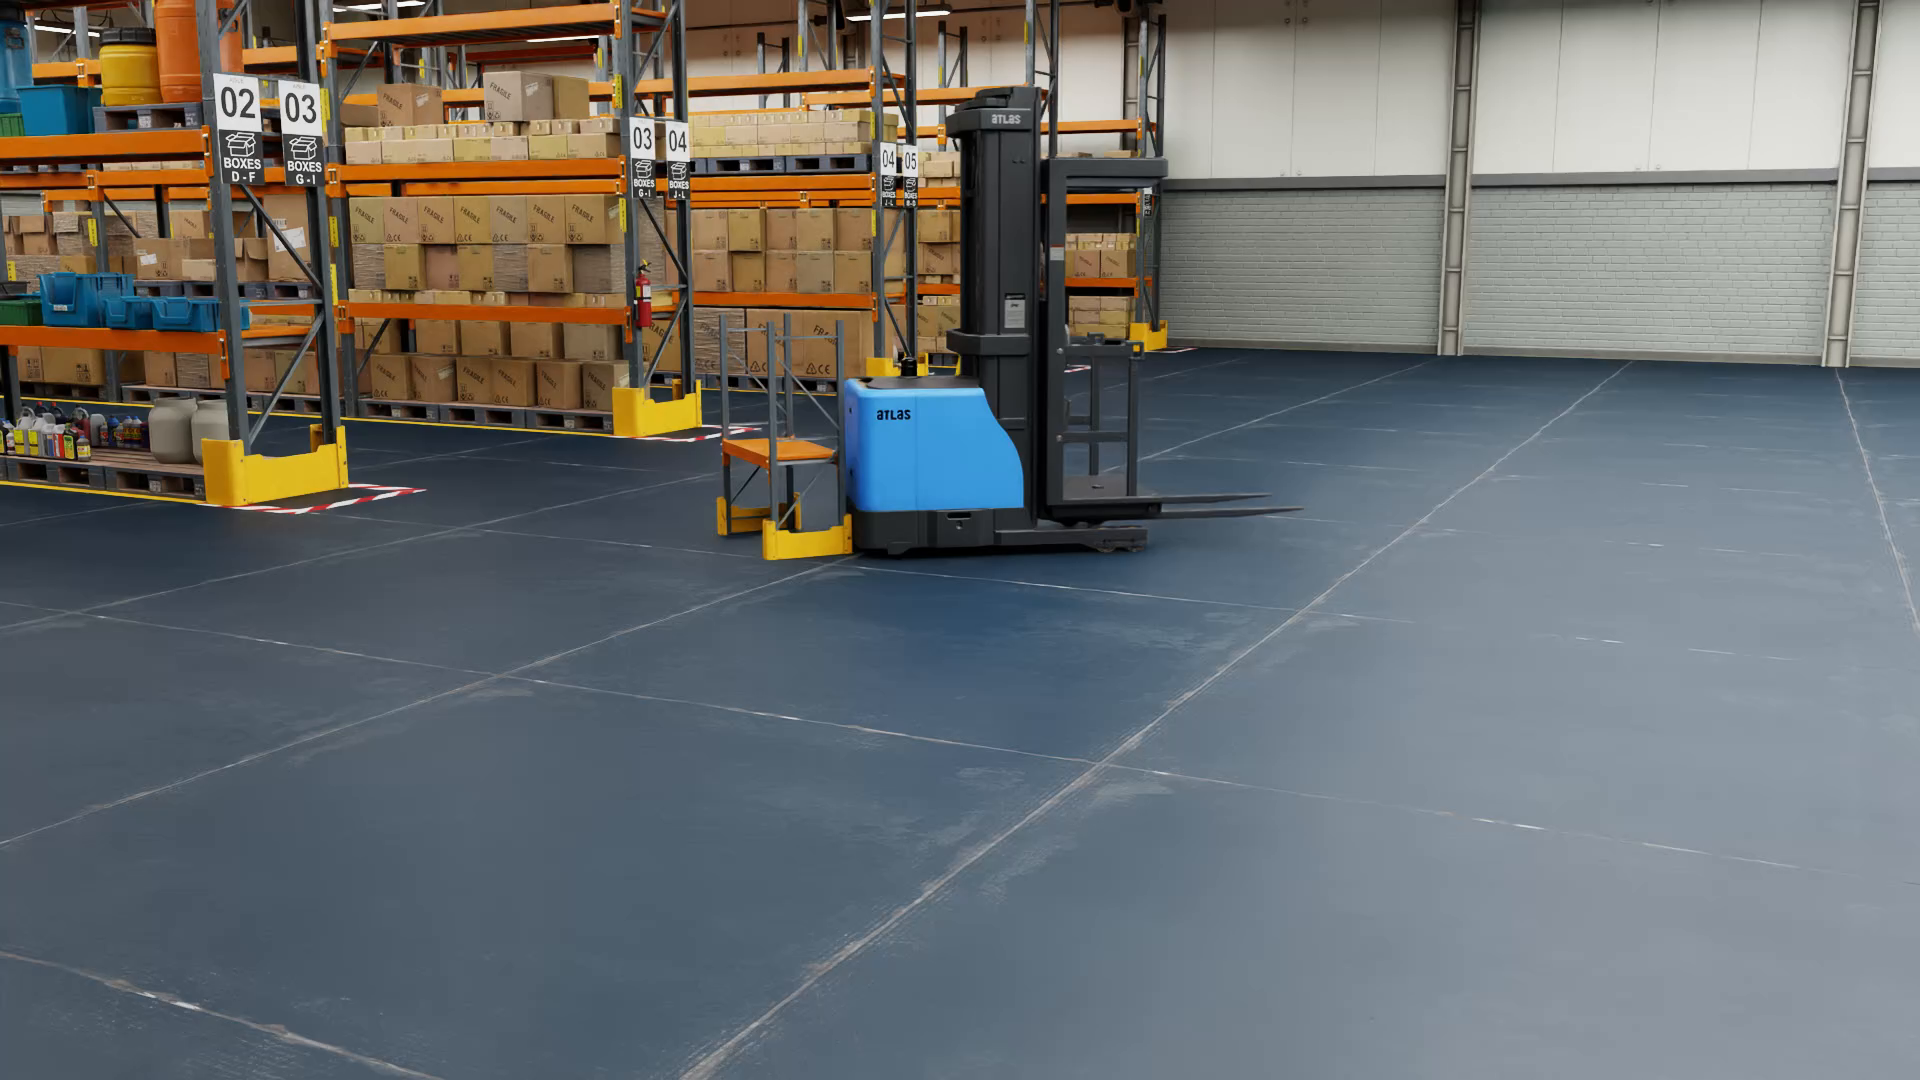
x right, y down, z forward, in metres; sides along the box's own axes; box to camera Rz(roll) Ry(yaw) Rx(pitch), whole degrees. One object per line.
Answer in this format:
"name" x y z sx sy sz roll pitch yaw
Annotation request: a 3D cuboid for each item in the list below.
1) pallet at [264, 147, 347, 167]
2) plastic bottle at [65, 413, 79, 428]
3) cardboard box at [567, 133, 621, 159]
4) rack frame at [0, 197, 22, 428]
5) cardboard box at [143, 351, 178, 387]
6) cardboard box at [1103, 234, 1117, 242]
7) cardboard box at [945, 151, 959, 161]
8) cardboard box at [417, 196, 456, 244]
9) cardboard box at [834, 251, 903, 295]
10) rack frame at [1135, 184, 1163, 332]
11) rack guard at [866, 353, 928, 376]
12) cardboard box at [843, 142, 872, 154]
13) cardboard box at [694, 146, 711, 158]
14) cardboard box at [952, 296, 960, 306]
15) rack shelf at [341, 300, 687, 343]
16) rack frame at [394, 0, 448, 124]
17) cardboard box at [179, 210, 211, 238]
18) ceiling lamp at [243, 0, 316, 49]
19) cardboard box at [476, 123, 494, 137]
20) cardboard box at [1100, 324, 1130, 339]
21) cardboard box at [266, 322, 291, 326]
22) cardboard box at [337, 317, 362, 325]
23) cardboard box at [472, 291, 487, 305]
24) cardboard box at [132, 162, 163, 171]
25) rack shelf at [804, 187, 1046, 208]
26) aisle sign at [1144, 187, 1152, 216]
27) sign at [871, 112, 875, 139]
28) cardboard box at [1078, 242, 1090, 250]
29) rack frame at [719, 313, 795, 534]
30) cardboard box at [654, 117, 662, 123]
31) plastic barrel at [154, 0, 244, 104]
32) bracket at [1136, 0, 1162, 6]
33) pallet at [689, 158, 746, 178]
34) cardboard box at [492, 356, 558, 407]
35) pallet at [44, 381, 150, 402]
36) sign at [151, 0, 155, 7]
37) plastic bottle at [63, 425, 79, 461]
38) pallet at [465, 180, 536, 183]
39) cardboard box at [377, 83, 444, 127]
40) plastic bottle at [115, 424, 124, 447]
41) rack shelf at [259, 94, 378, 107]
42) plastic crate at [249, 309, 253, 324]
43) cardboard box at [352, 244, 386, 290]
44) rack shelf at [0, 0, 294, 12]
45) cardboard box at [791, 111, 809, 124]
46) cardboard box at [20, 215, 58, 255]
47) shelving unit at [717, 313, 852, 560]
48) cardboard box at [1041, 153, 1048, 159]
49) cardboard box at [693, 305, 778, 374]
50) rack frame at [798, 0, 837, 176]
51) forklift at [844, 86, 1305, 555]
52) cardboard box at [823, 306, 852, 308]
"pallet" -7.217 -4.392 19.178 1.003 0.211 1.213 5 11 26
"plastic bottle" -7.758 -0.968 14.546 0.133 0.283 0.061 5 11 26
"cardboard box" -3.668 -4.027 17.056 0.500 0.250 0.500 5 12 27
"rack frame" -8.902 -2.151 14.695 0.127 3.000 1.000 5 11 26
"cardboard box" -9.688 -2.194 20.716 0.500 0.500 0.700 4 11 23
"cardboard box" 2.805 -5.527 30.407 0.250 0.149 0.380 5 11 26
"cardboard box" -0.045 -6.026 26.150 0.250 0.149 0.380 5 11 26
"cardboard box" -5.522 -3.475 18.086 0.500 0.500 0.500 5 11 26
"cardboard box" -1.191 -3.507 21.765 0.550 0.550 0.875 5 11 26
"rack frame" 3.454 -5.003 30.451 0.127 3.000 1.000 5 11 26
"rack guard" -0.817 -2.179 21.869 0.348 0.500 1.175 5 11 26
"cardboard box" -1.286 -4.992 21.211 0.250 0.149 0.380 5 11 26
"cardboard box" -3.336 -5.172 22.207 0.250 0.149 0.380 5 11 25
"cardboard box" 0.069 -3.791 26.371 0.250 0.149 0.380 5 12 27
"rack shelf" -4.917 -2.431 18.259 4.000 0.370 1.077 5 11 26
"rack frame" -8.013 -6.994 24.606 0.127 3.000 1.000 5 11 26
"cardboard box" -12.141 -5.038 26.723 0.500 0.500 0.500 5 11 24
"ceiling lamp" -14.328 -11.928 35.475 0.800 3.185 2.000 5 11 26
"cardboard box" -4.899 -4.330 17.613 0.250 0.149 0.380 4 11 23
"cardboard box" 2.893 -3.843 30.584 0.500 0.250 0.500 5 11 26
"cardboard box" -10.579 -3.192 26.282 0.500 0.500 0.500 6 12 28
"cardboard box" -9.200 -3.438 25.535 0.500 0.250 0.500 5 11 27
"cardboard box" -5.056 -2.625 18.019 0.250 0.149 0.380 5 11 26
"cardboard box" -9.529 -4.542 19.900 0.500 0.250 0.500 5 12 27
"rack shelf" -0.532 -5.490 26.737 4.000 0.370 1.077 5 11 26
"aisle sign" 3.383 -6.230 29.931 0.004 0.787 0.394 5 11 26
"sign" -1.091 -5.199 20.845 0.005 0.325 0.100 5 11 26
"cardboard box" 2.354 -5.421 30.658 0.250 0.149 0.380 5 11 25
"rack frame" -1.393 -0.798 11.429 0.500 1.500 0.032 -5 11 -24
"cardboard box" -4.020 -5.624 22.468 0.250 0.149 0.380 5 11 25
"plastic barrel" -5.807 -3.748 12.710 0.708 0.830 0.600 5 11 26
"bracket" 3.444 -9.836 30.200 0.430 0.232 0.235 5 11 26
"pallet" -3.696 -5.093 22.774 1.213 0.211 1.003 5 11 26
"cardboard box" -4.780 -1.750 18.315 0.500 0.500 0.500 6 12 31
"pallet" -10.972 -1.960 21.465 1.213 0.211 1.003 5 11 26
"sign" -10.067 -6.796 20.666 0.005 0.325 0.100 5 11 26
"plastic bottle" -7.269 -0.797 13.603 0.133 0.283 0.061 5 12 27
"pallet" -6.408 -5.295 24.172 1.213 0.211 1.003 6 12 28
"cardboard box" -6.194 -4.865 18.747 0.500 0.500 0.500 5 11 24
"plastic bottle" -7.289 -0.911 14.463 0.097 0.201 0.097 0 10 0
"rack shelf" -9.806 -6.601 25.576 4.000 0.370 1.077 5 11 26
"plastic crate" -5.975 -1.828 13.650 0.250 0.136 0.298 5 11 26
"cardboard box" -6.335 -3.093 18.780 0.500 0.500 0.875 5 11 26
"rack shelf" -7.109 -4.395 13.389 4.000 0.370 1.077 5 11 26
"cardboard box" -1.977 -5.445 21.475 0.250 0.149 0.380 5 12 27
"cardboard box" -11.530 -3.912 21.328 0.637 0.503 0.797 5 12 27
"shelving unit" -1.183 -0.717 10.983 0.587 1.500 1.083 -5 11 -24
"cardboard box" 1.567 -6.931 30.928 0.637 0.503 0.797 5 12 28
"cardboard box" -3.082 -2.757 22.825 0.875 0.875 0.875 5 11 26
"rack frame" -2.326 -7.477 27.276 0.127 3.000 1.000 5 11 26
"forklift" 0.767 -1.449 11.008 3.031 2.935 1.130 -2 10 -10
"cardboard box" -1.916 -3.658 27.456 0.500 0.500 0.500 6 12 29
